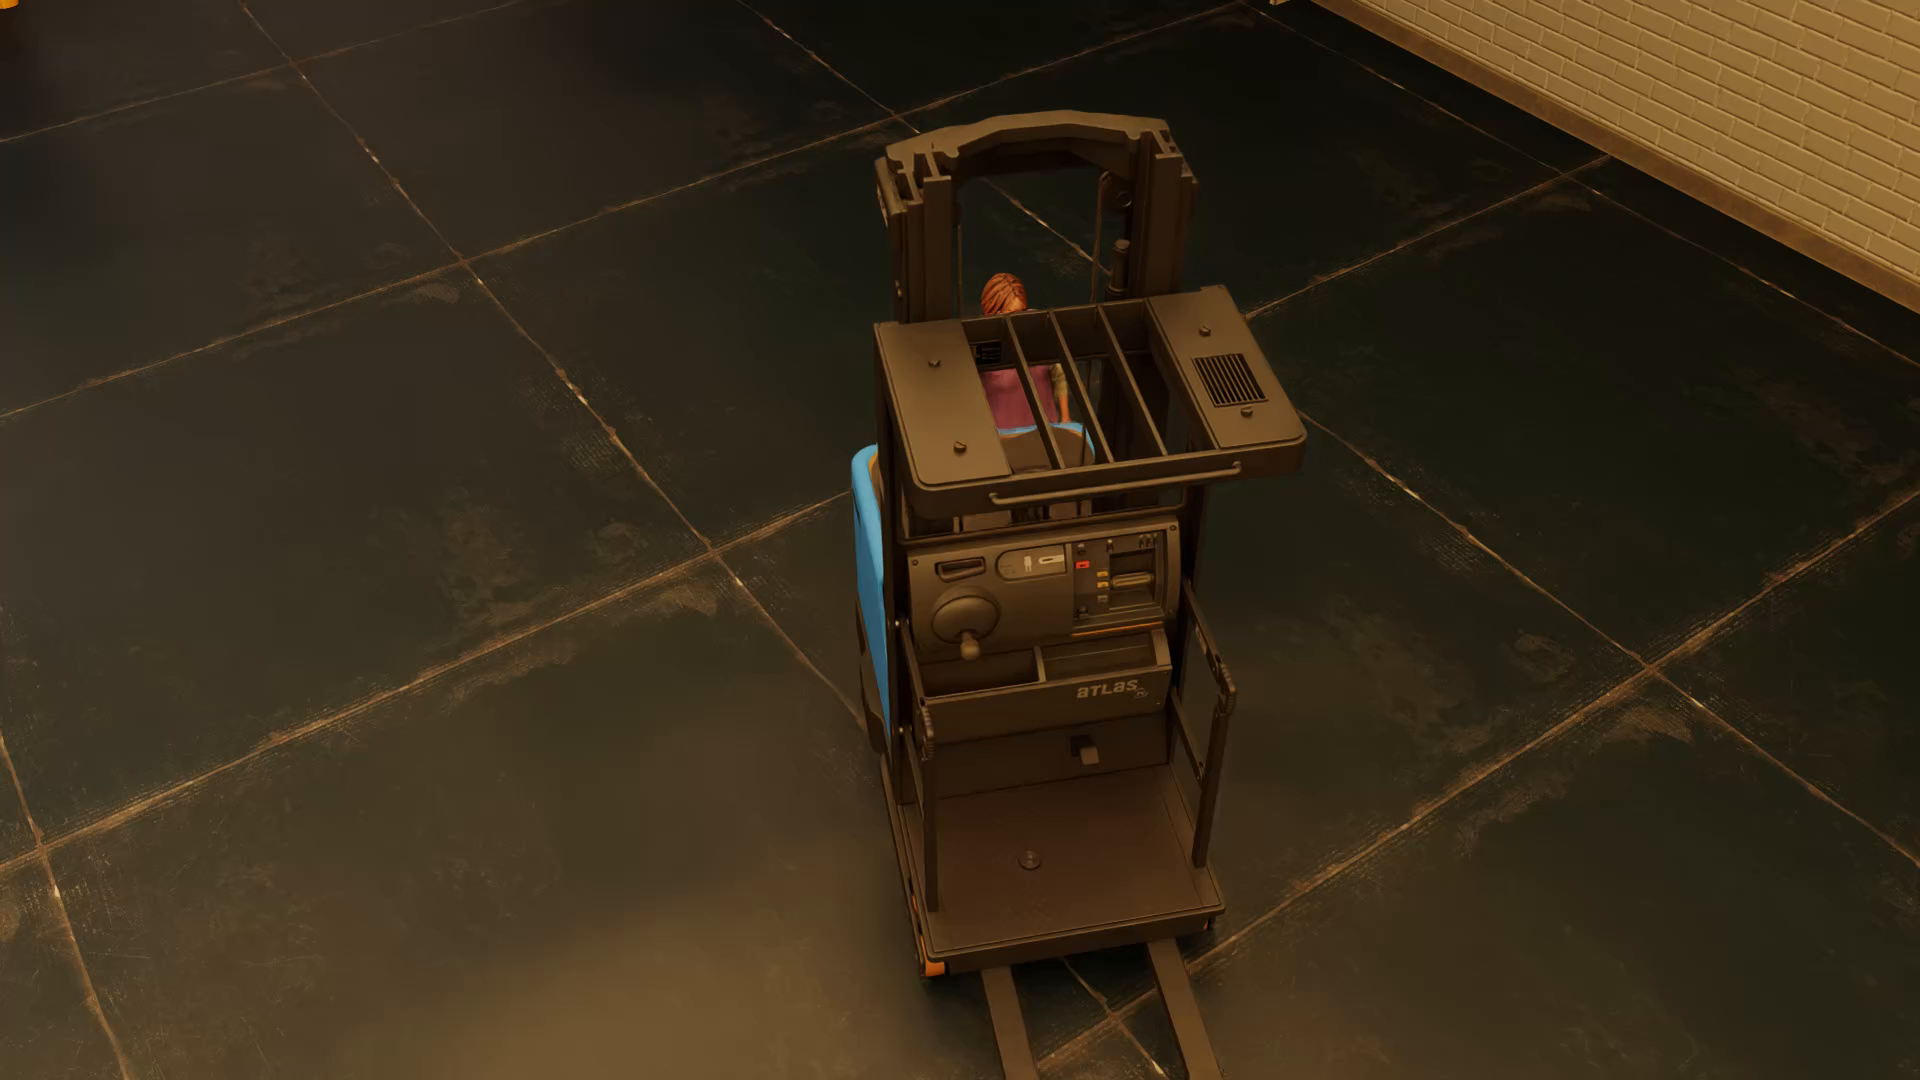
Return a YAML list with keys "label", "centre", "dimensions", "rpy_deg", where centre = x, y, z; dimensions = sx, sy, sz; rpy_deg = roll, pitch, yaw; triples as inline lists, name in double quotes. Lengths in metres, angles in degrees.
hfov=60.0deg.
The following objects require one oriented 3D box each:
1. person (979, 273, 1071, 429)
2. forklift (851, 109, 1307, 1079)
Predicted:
- label: "person"
  centre: [0.242, -0.400, 7.177]
  dimensions: [0.594, 1.503, 0.636]
  rpy_deg: [-12, 44, -13]
- label: "forklift"
  centre: [0.332, 0.251, 5.443]
  dimensions: [1.130, 2.935, 3.031]
  rpy_deg: [-8, 43, -8]
